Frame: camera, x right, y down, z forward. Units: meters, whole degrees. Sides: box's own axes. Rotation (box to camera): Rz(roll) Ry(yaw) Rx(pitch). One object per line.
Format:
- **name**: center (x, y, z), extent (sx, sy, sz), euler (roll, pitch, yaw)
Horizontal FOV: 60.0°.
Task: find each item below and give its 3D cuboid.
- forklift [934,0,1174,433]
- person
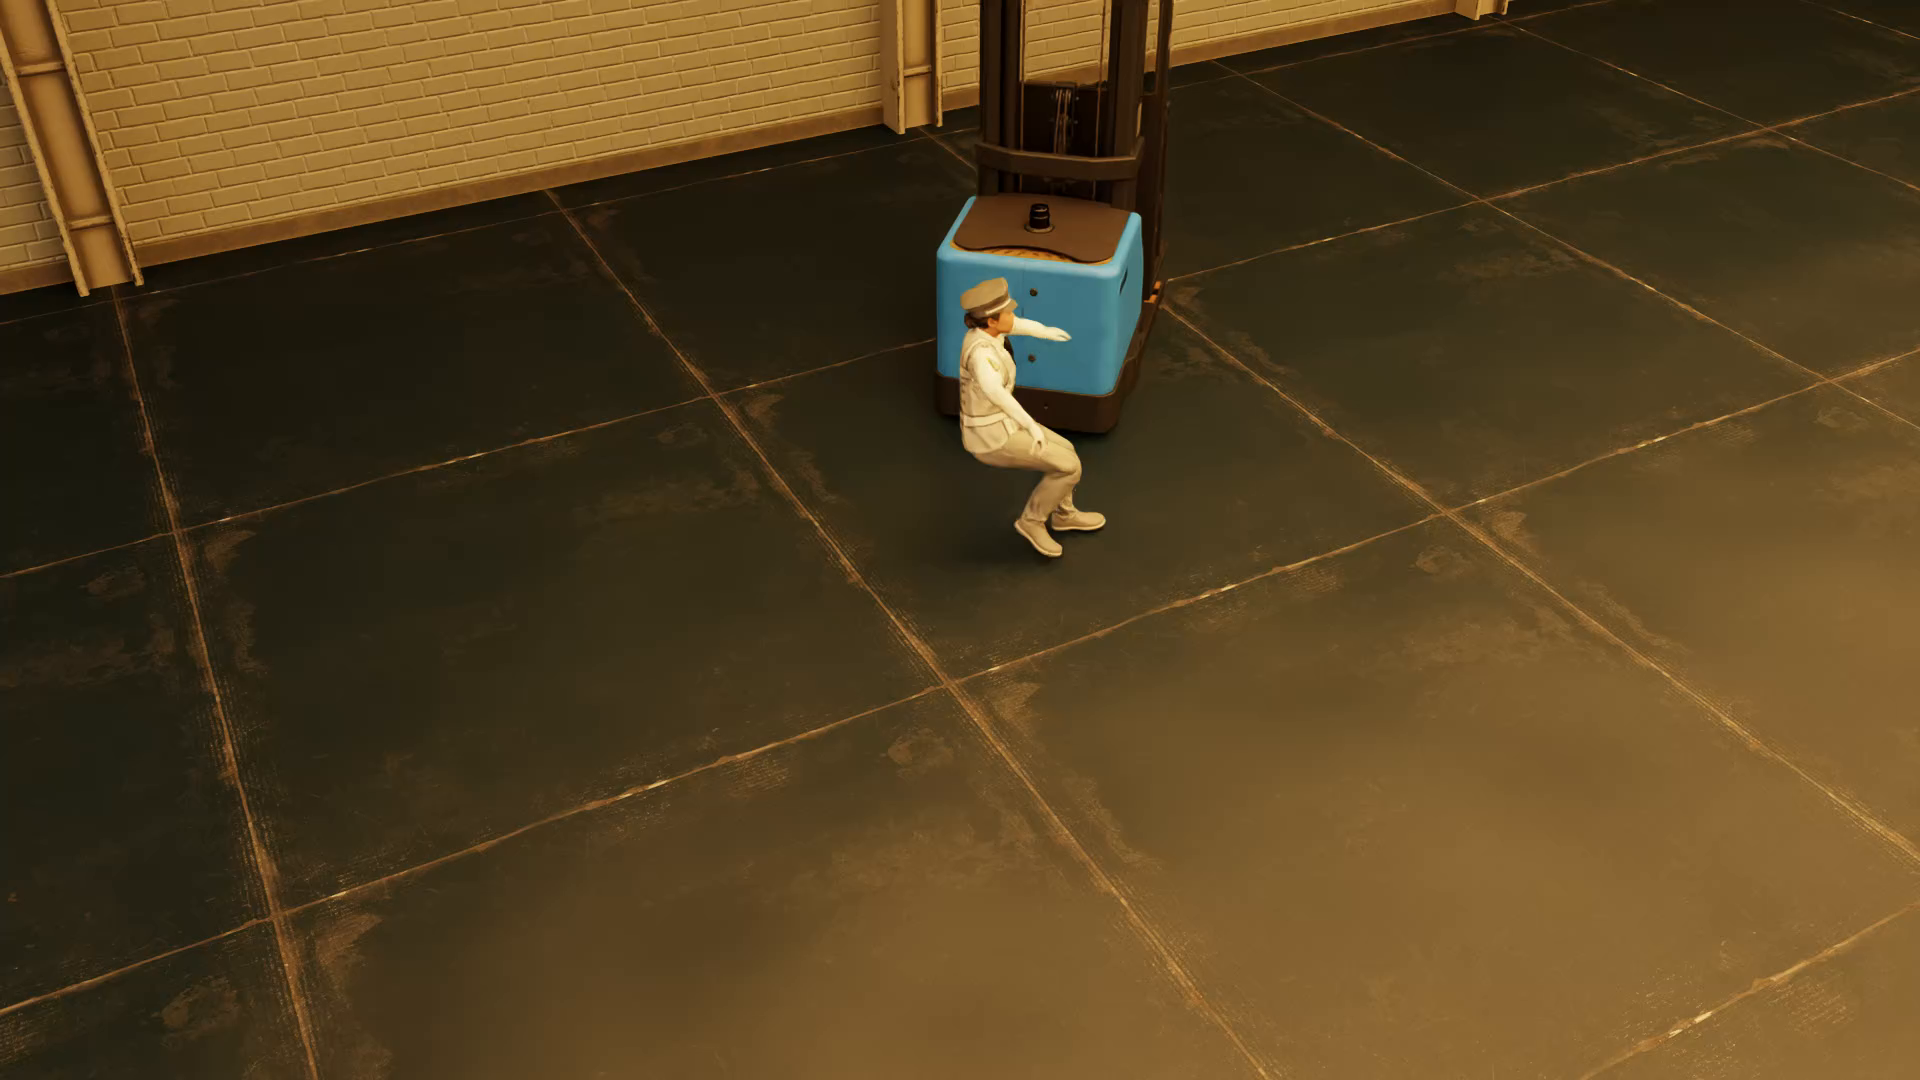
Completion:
- **forklift**: center (0.711, -2.648, 9.869), extent (1.130, 2.935, 3.031), euler (8, 36, 12)
- **person**: center (0.385, -0.598, 8.227), extent (0.782, 1.466, 1.047), euler (-3, 35, -5)
